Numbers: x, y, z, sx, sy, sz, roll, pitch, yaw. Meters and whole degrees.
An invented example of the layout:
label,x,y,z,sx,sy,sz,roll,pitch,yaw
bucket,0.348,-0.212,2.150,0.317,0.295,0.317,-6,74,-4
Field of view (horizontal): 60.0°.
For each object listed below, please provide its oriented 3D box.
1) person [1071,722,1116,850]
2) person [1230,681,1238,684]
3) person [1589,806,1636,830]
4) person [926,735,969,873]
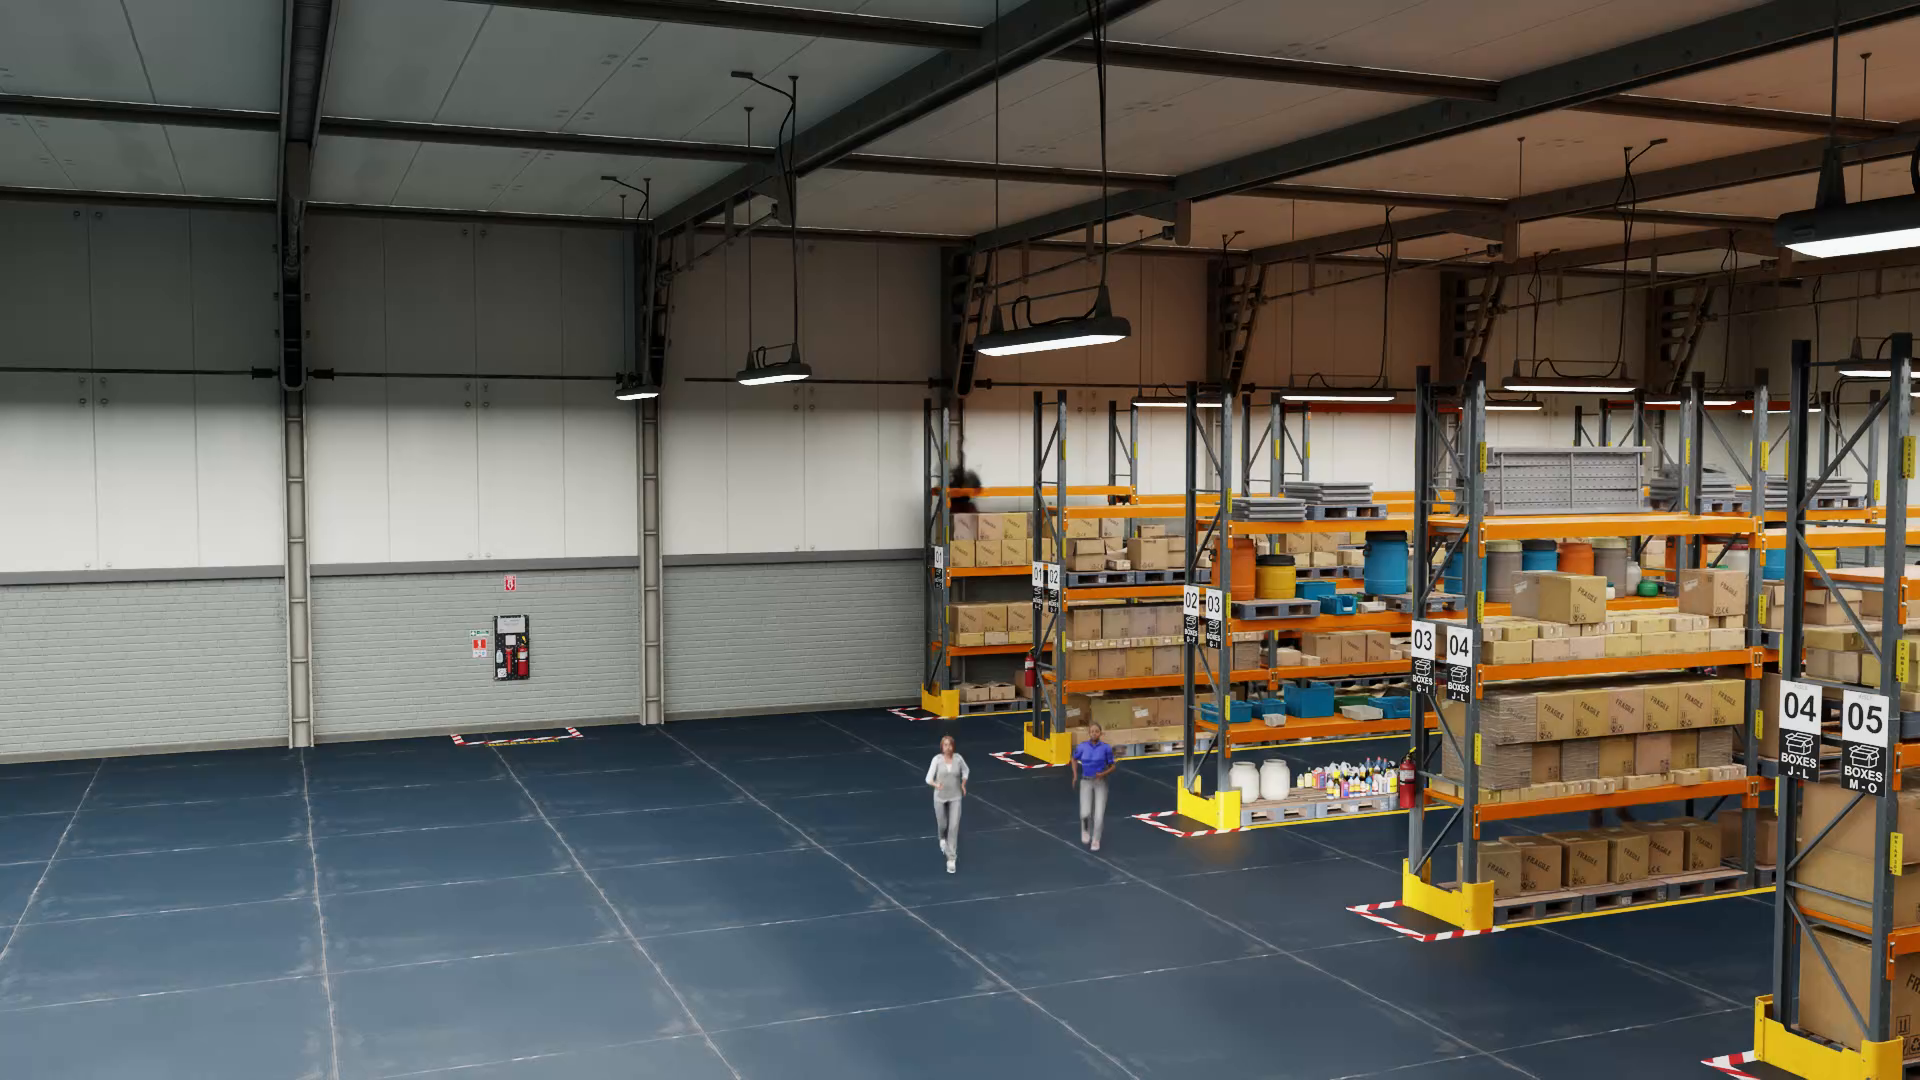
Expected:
label,x,y,z,sx,sy,sz,roll,pitch,yaw
person,1.676,3.118,20.971,0.567,1.620,0.575,0,3,6
person,5.005,2.480,30.493,0.956,1.762,0.700,-2,4,-27
person,8.238,3.068,20.945,0.845,1.776,0.647,-2,4,-29
person,-0.146,3.178,20.229,0.540,1.570,0.872,0,3,-4
